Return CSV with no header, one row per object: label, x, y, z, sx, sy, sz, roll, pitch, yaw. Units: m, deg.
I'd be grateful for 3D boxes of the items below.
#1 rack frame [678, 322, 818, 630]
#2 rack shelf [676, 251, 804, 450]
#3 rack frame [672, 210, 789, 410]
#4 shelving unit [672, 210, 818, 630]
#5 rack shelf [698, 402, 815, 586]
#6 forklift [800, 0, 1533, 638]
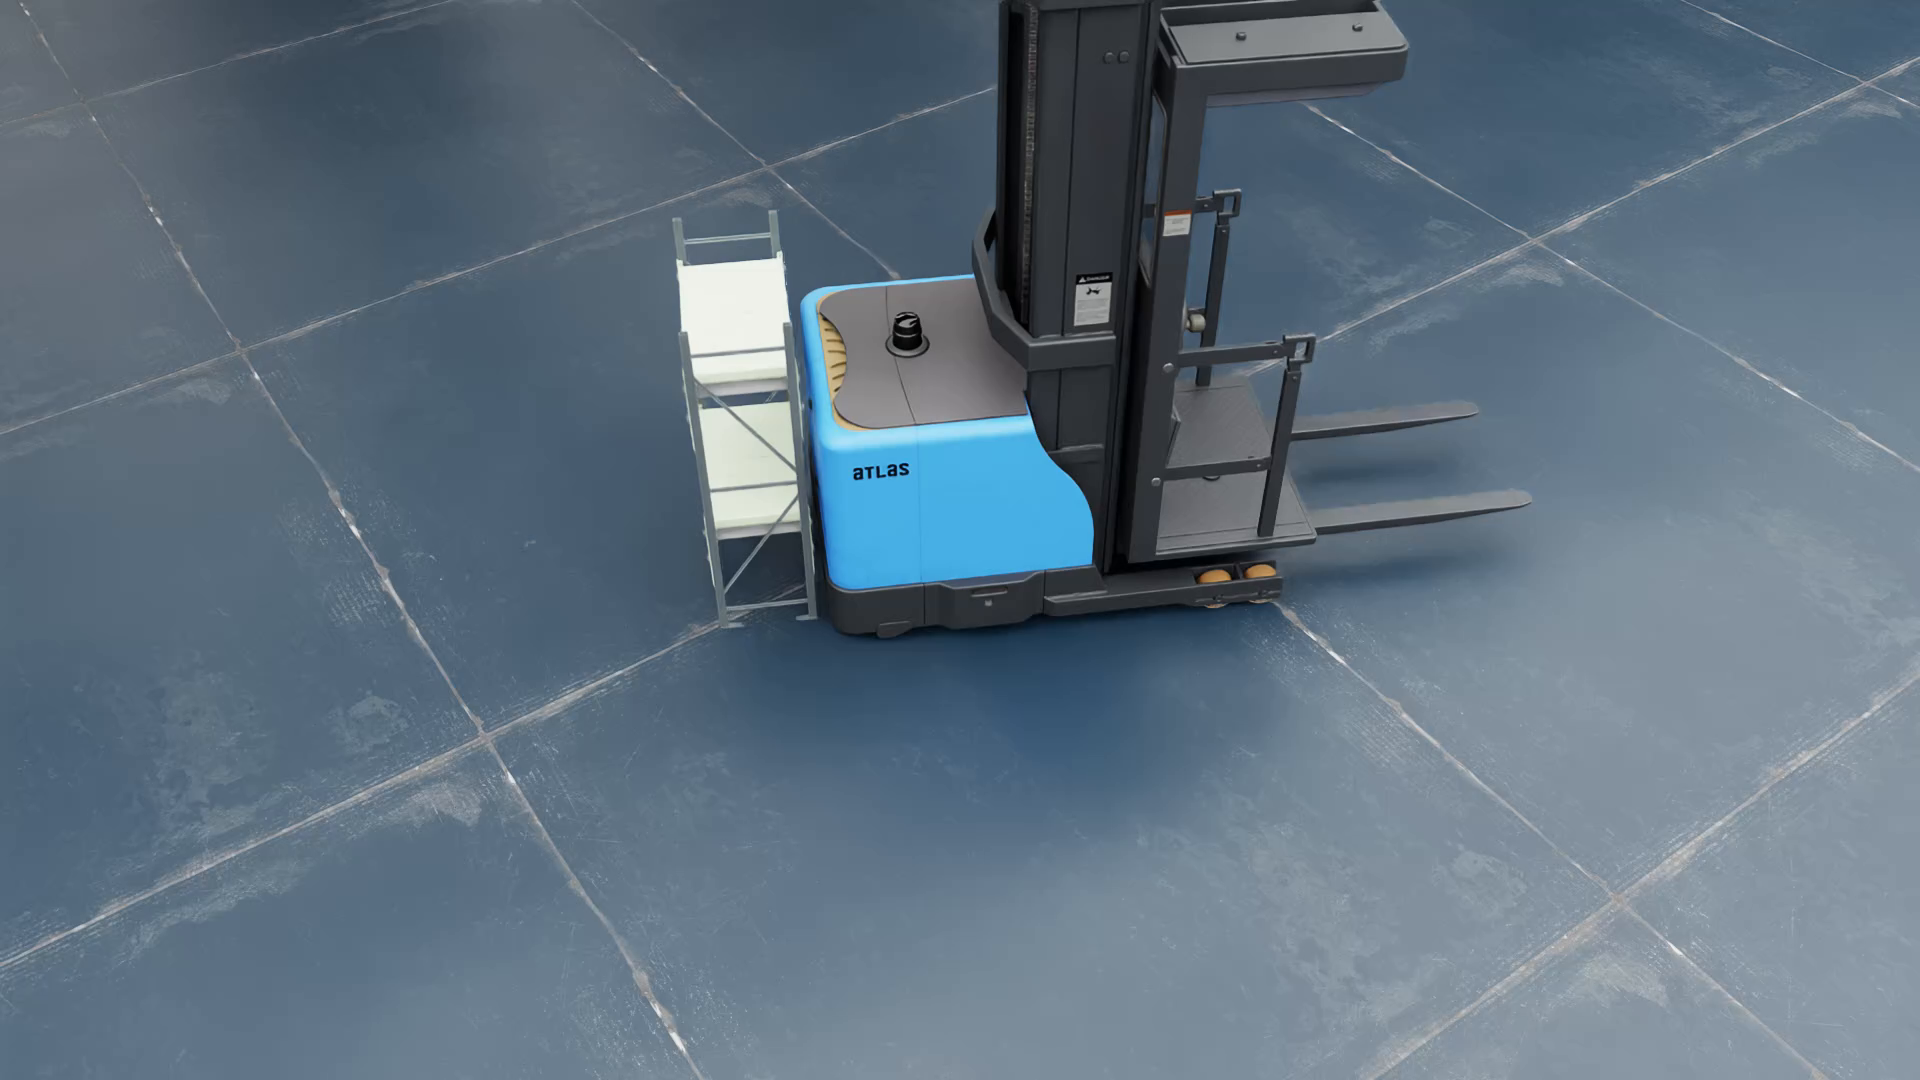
rack frame,-0.790,-0.201,6.366,0.400,1.500,0.023,-6,44,-6
rack shelf,-0.846,-0.733,6.358,0.431,0.370,0.720,-6,44,-6
rack frame,-0.901,-0.701,6.889,0.400,1.500,0.023,-6,44,-6
shelving unit,-0.845,-0.451,6.627,0.431,1.500,0.755,-6,44,-6
rack shelf,-0.845,-0.215,6.853,0.431,0.370,0.720,-6,44,-6
forklift,0.900,-1.132,6.305,3.031,2.935,1.130,-6,44,-6
